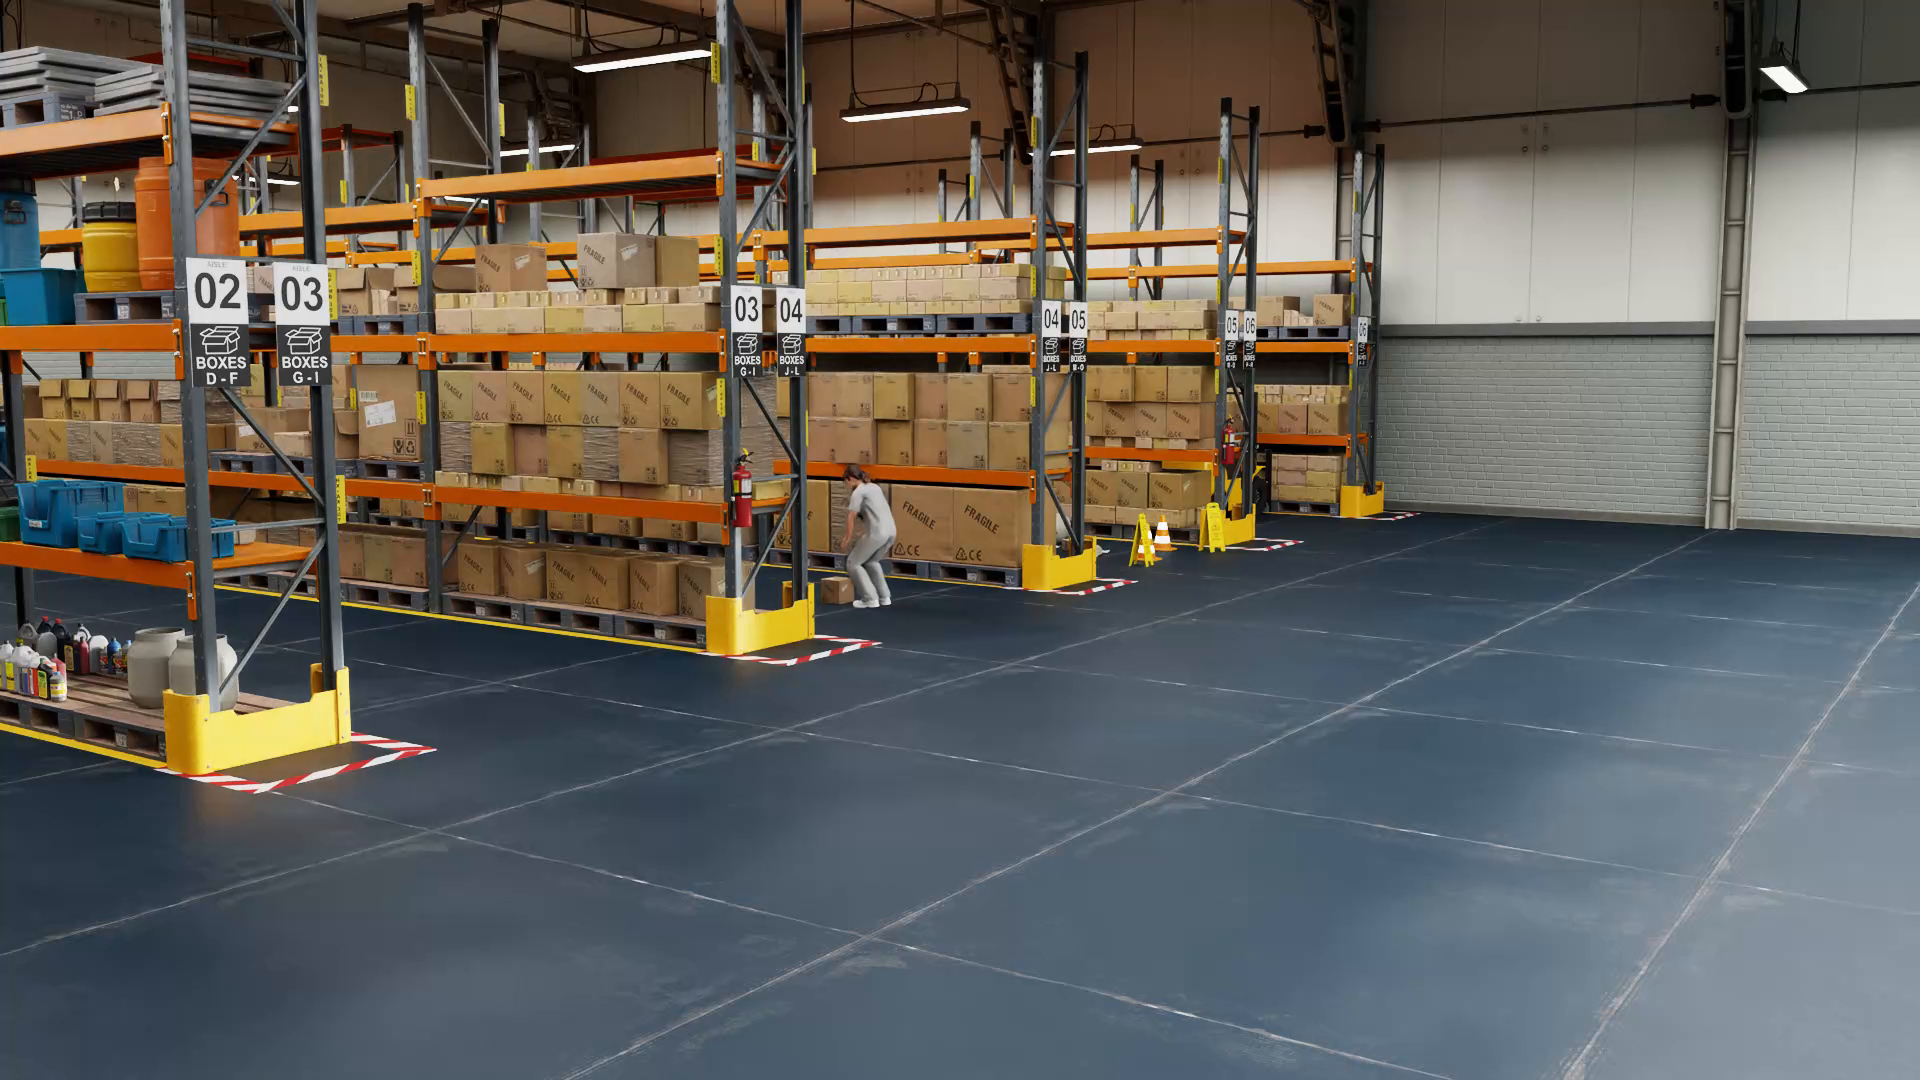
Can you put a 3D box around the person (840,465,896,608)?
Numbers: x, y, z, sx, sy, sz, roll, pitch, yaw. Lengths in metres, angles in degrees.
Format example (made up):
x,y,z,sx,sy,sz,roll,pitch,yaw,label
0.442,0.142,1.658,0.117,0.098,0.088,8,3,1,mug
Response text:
x,y,z,sx,sy,sz,roll,pitch,yaw,label
-0.963,-0.039,17.278,0.575,1.469,0.488,4,8,34,person
